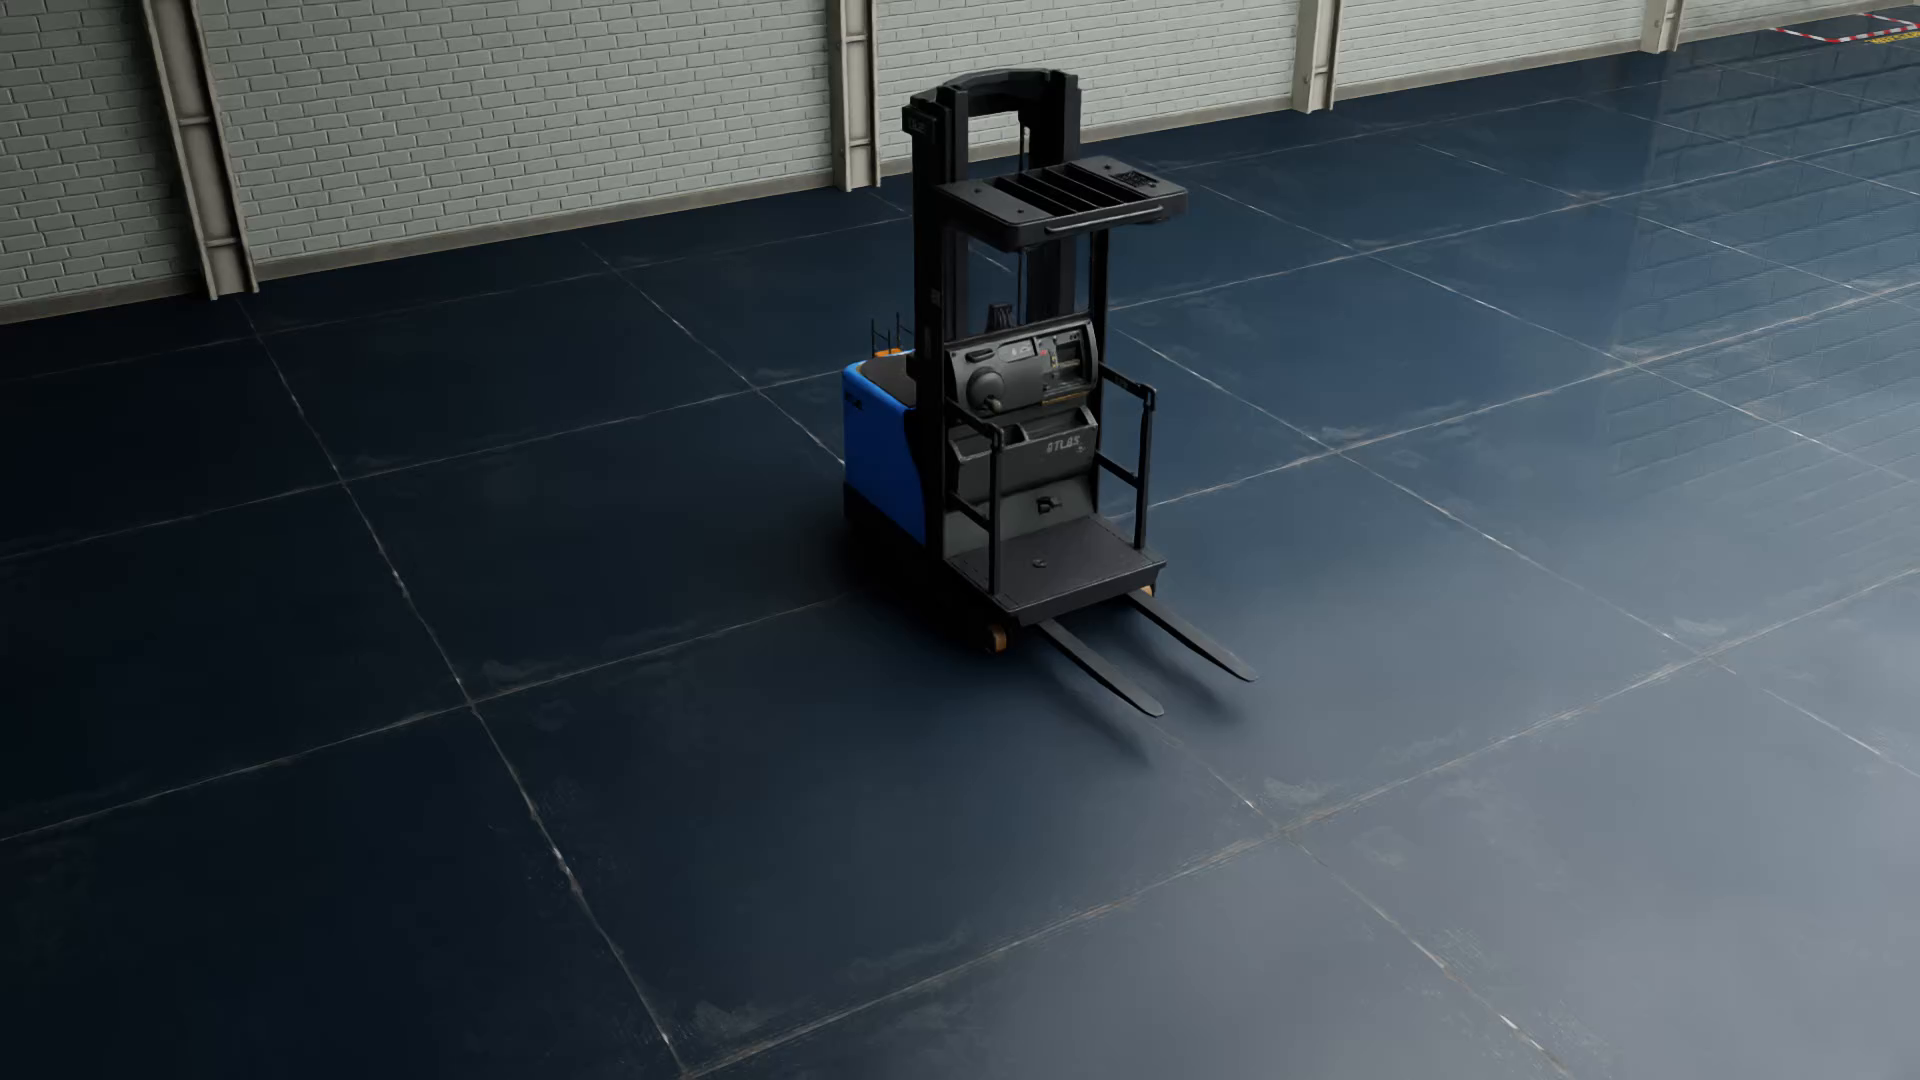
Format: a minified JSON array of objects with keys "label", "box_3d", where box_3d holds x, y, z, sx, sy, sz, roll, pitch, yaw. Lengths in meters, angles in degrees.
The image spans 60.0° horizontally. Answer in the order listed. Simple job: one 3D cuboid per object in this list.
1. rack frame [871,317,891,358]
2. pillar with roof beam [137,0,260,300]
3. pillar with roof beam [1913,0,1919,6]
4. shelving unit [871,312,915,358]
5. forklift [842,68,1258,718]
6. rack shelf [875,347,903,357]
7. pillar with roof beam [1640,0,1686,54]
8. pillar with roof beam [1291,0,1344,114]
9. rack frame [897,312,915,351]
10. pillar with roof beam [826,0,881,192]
[{"label":"rack frame","box_3d":[-0.489,-0.815,10.582,0.006,1.200,0.240,-16,33,-27]},{"label":"pillar with roof beam","box_3d":[-4.038,-4.275,8.782,0.400,9.000,9.100,-16,33,-26]},{"label":"pillar with roof beam","box_3d":[16.654,-10.150,19.427,0.400,9.000,9.100,-16,33,-26]},{"label":"shelving unit","box_3d":[-0.411,-0.838,10.624,0.189,1.200,0.258,-16,33,-27]},{"label":"forklift","box_3d":[0.468,-0.913,8.970,1.130,2.935,3.031,-16,33,-27]},{"label":"rack shelf","box_3d":[-0.411,-1.114,10.472,0.180,0.103,0.258,-16,33,-27]},{"label":"pillar with roof beam","box_3d":[11.481,-8.681,16.766,0.400,9.000,9.100,-16,33,-26]},{"label":"pillar with roof beam","box_3d":[6.308,-7.213,14.105,0.400,9.000,9.100,-16,33,-26]},{"label":"rack frame","box_3d":[-0.333,-0.861,10.666,0.006,1.200,0.240,-16,33,-27]},{"label":"pillar with roof beam","box_3d":[1.135,-5.744,11.443,0.400,9.000,9.100,-16,33,-26]}]
